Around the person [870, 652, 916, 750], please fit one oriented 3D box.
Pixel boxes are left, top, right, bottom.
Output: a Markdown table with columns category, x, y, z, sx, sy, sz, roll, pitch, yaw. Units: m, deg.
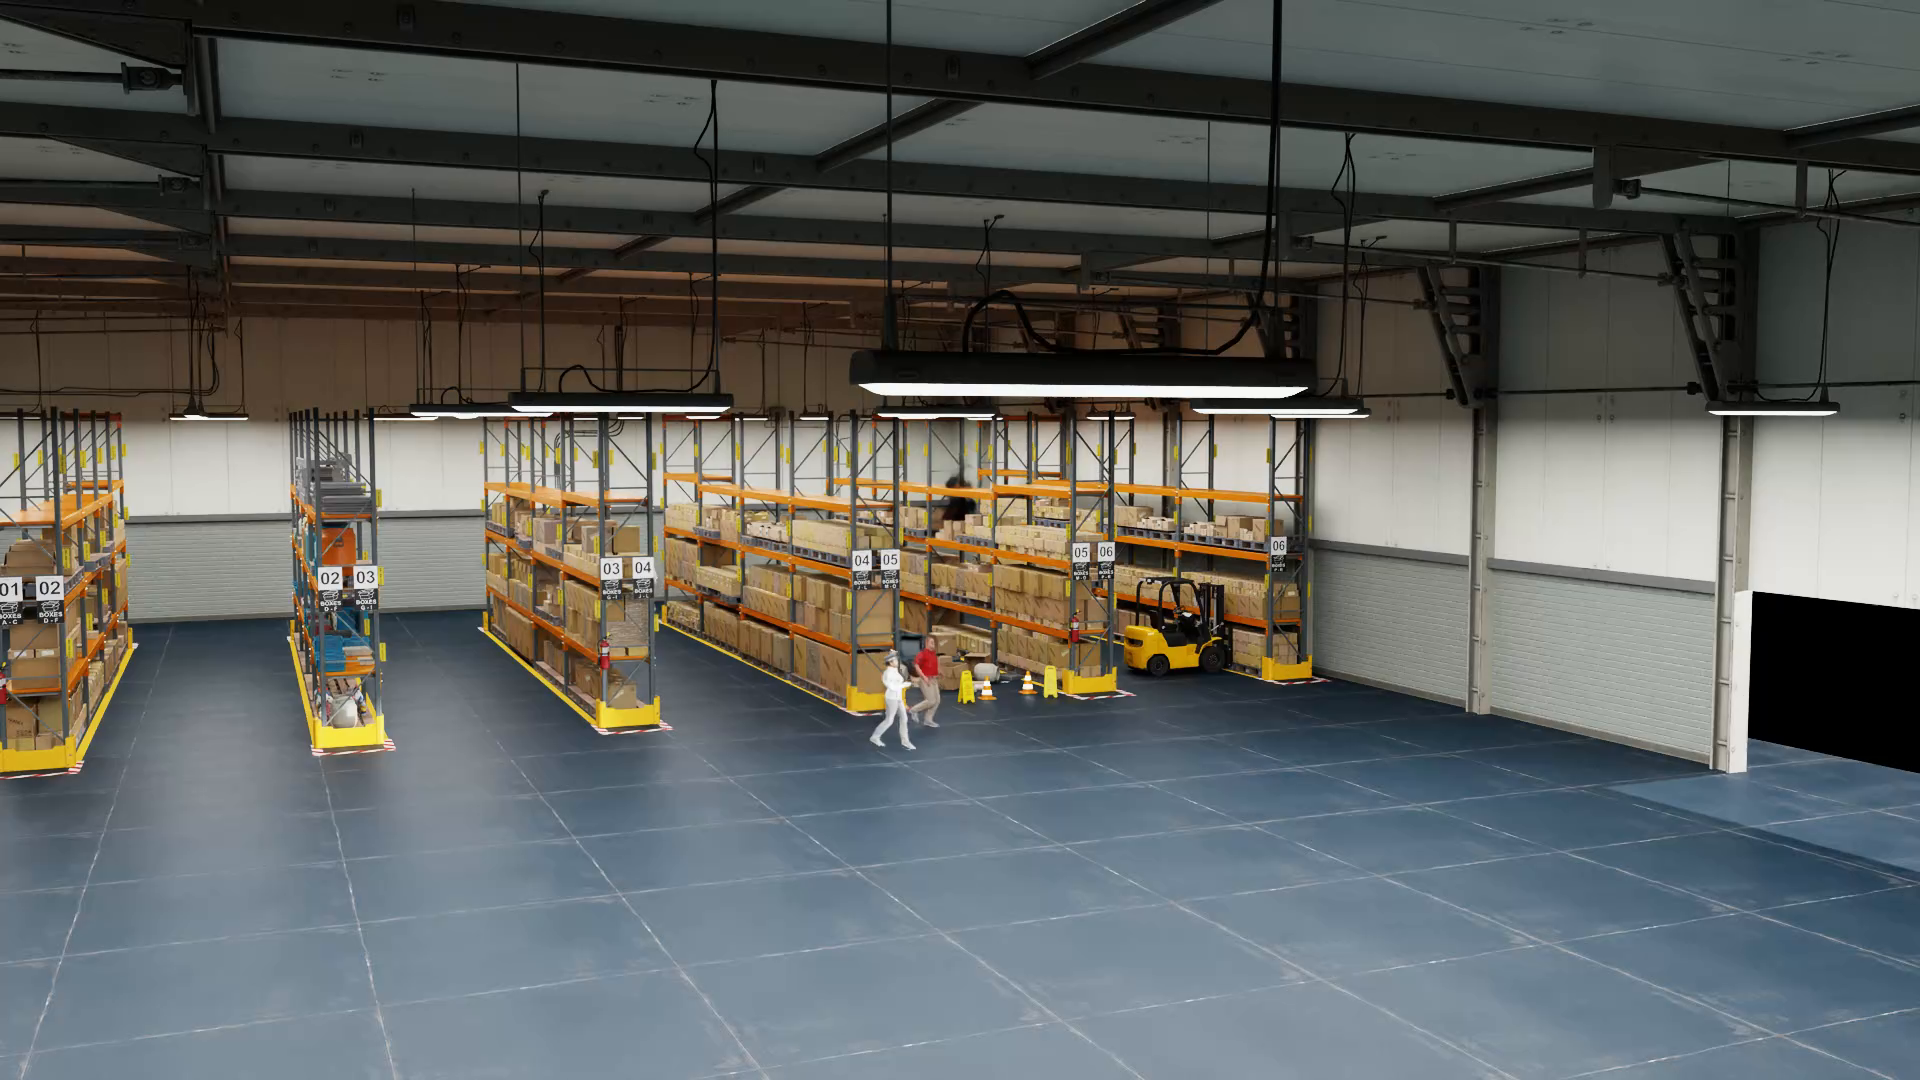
| category | x | y | z | sx | sy | sz | roll | pitch | yaw |
| --- | --- | --- | --- | --- | --- | --- | --- | --- | --- |
| person | -1.175 | 2.819 | 29.110 | 0.809 | 1.726 | 0.606 | 1 | 4 | 10 |

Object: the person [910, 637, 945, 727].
| category | x | y | z | sx | sy | sz | roll | pitch | yaw |
| --- | --- | --- | --- | --- | --- | --- | --- | --- | --- |
| person | -0.620 | 2.681 | 31.475 | 0.598 | 1.702 | 0.682 | 2 | 4 | 25 |

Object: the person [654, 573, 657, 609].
| category | x | y | z | sx | sy | sz | roll | pitch | yaw |
| --- | --- | --- | --- | --- | --- | --- | --- | --- | --- |
| person | -9.266 | 1.529 | 48.684 | 0.742 | 1.561 | 1.006 | 3 | 5 | 40 |
